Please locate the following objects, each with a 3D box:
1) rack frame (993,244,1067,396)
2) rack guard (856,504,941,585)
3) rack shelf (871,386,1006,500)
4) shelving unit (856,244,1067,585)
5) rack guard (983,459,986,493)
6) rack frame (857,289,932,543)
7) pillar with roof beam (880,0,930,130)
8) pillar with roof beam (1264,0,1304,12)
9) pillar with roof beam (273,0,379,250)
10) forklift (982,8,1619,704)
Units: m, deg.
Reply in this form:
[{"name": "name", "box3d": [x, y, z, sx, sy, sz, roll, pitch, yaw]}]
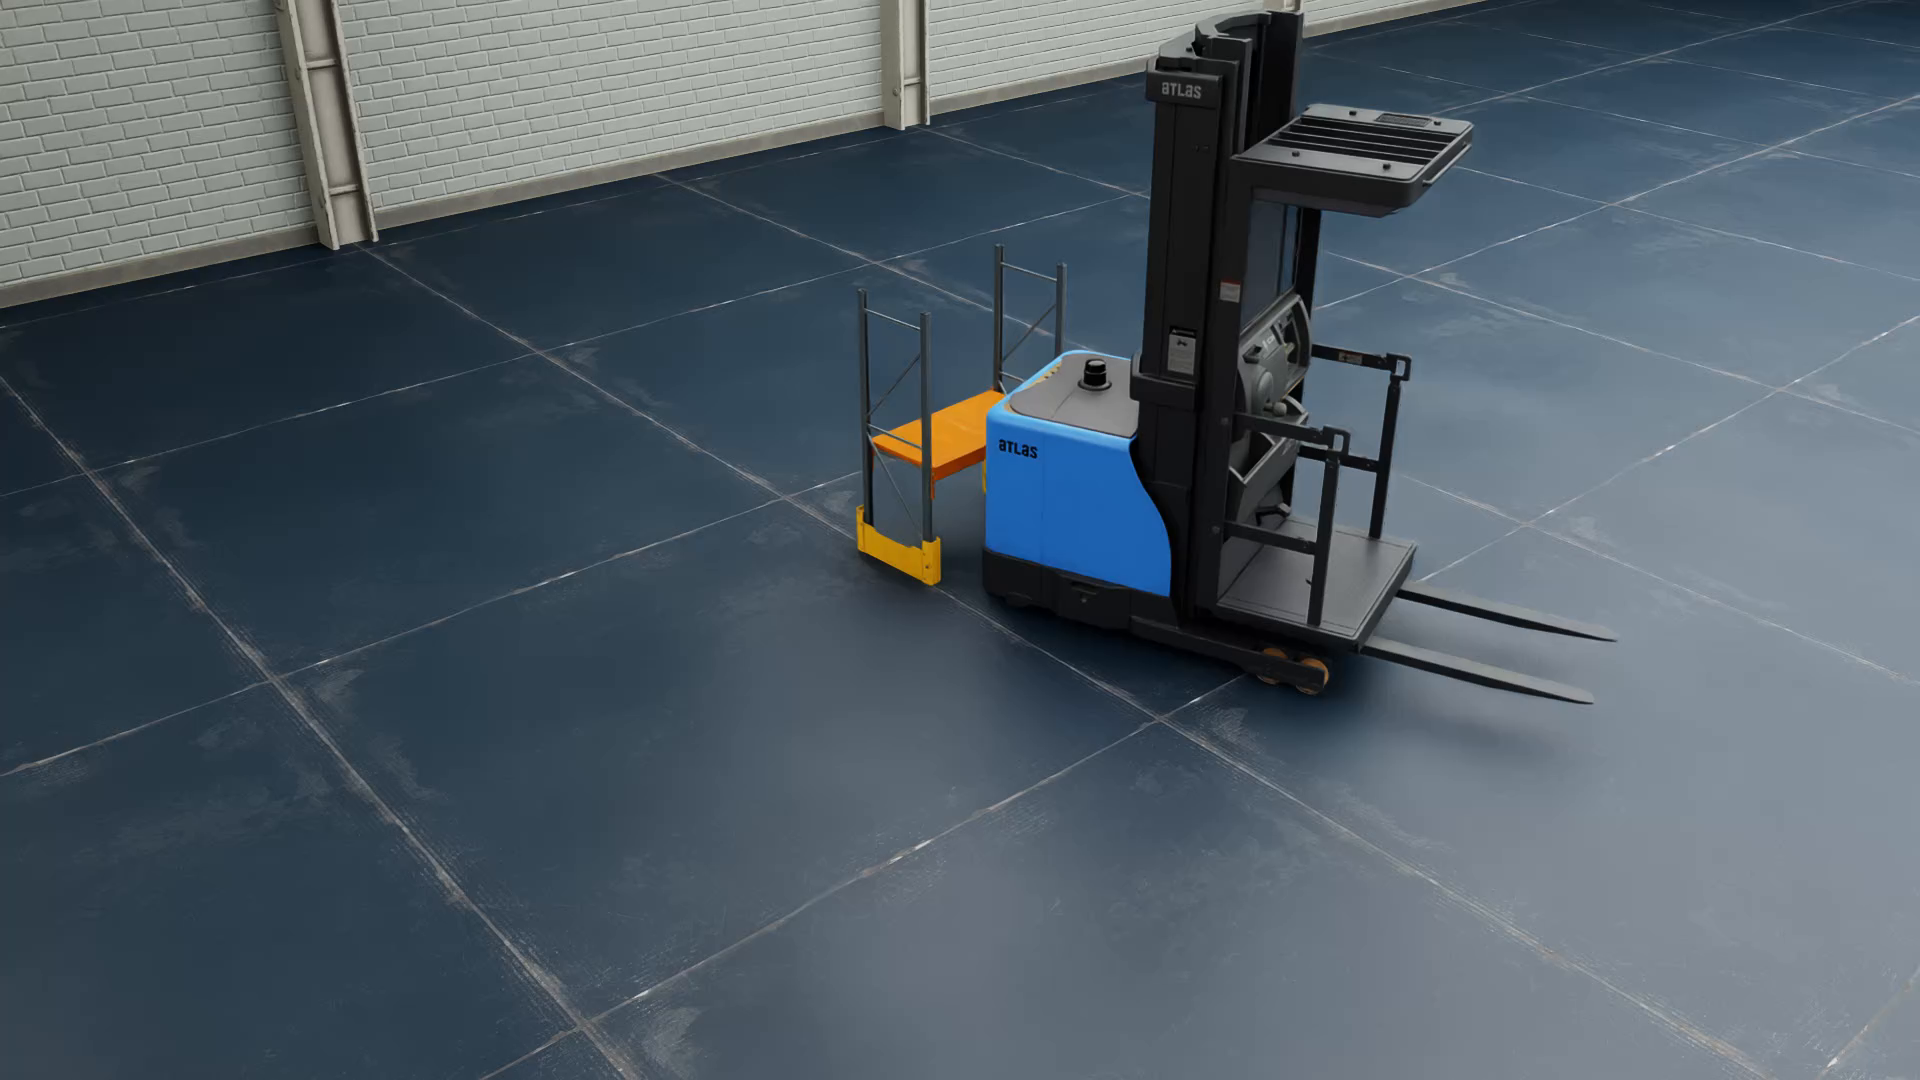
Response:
[{"name": "rack frame", "box3d": [0.377, -0.873, 9.293, 0.500, 1.500, 0.032, 25, 37, 38]}, {"name": "rack guard", "box3d": [-0.333, 0.020, 8.947, 0.587, 0.250, 0.087, 25, 37, 38]}, {"name": "rack shelf", "box3d": [0.022, -0.543, 9.057, 0.538, 0.185, 1.000, 25, 37, 38]}, {"name": "shelving unit", "box3d": [0.015, -0.699, 8.966, 0.587, 1.500, 1.083, 25, 37, 38]}, {"name": "rack guard", "box3d": [0.363, -0.315, 9.575, 0.587, 0.250, 0.087, 25, 37, 38]}, {"name": "rack frame", "box3d": [-0.334, -0.530, 8.651, 0.500, 1.500, 0.032, 25, 37, 38]}, {"name": "pillar with roof beam", "box3d": [2.234, -6.770, 12.370, 0.400, 9.000, 9.100, -22, 35, -35]}, {"name": "pillar with roof beam", "box3d": [6.799, -8.605, 15.805, 0.400, 9.000, 9.100, -22, 35, -35]}, {"name": "pillar with roof beam", "box3d": [-2.330, -4.934, 8.935, 0.400, 9.000, 9.100, -22, 35, -35]}, {"name": "forklift", "box3d": [1.656, -0.848, 7.728, 3.031, 2.935, 1.130, 14, 31, 25]}]
